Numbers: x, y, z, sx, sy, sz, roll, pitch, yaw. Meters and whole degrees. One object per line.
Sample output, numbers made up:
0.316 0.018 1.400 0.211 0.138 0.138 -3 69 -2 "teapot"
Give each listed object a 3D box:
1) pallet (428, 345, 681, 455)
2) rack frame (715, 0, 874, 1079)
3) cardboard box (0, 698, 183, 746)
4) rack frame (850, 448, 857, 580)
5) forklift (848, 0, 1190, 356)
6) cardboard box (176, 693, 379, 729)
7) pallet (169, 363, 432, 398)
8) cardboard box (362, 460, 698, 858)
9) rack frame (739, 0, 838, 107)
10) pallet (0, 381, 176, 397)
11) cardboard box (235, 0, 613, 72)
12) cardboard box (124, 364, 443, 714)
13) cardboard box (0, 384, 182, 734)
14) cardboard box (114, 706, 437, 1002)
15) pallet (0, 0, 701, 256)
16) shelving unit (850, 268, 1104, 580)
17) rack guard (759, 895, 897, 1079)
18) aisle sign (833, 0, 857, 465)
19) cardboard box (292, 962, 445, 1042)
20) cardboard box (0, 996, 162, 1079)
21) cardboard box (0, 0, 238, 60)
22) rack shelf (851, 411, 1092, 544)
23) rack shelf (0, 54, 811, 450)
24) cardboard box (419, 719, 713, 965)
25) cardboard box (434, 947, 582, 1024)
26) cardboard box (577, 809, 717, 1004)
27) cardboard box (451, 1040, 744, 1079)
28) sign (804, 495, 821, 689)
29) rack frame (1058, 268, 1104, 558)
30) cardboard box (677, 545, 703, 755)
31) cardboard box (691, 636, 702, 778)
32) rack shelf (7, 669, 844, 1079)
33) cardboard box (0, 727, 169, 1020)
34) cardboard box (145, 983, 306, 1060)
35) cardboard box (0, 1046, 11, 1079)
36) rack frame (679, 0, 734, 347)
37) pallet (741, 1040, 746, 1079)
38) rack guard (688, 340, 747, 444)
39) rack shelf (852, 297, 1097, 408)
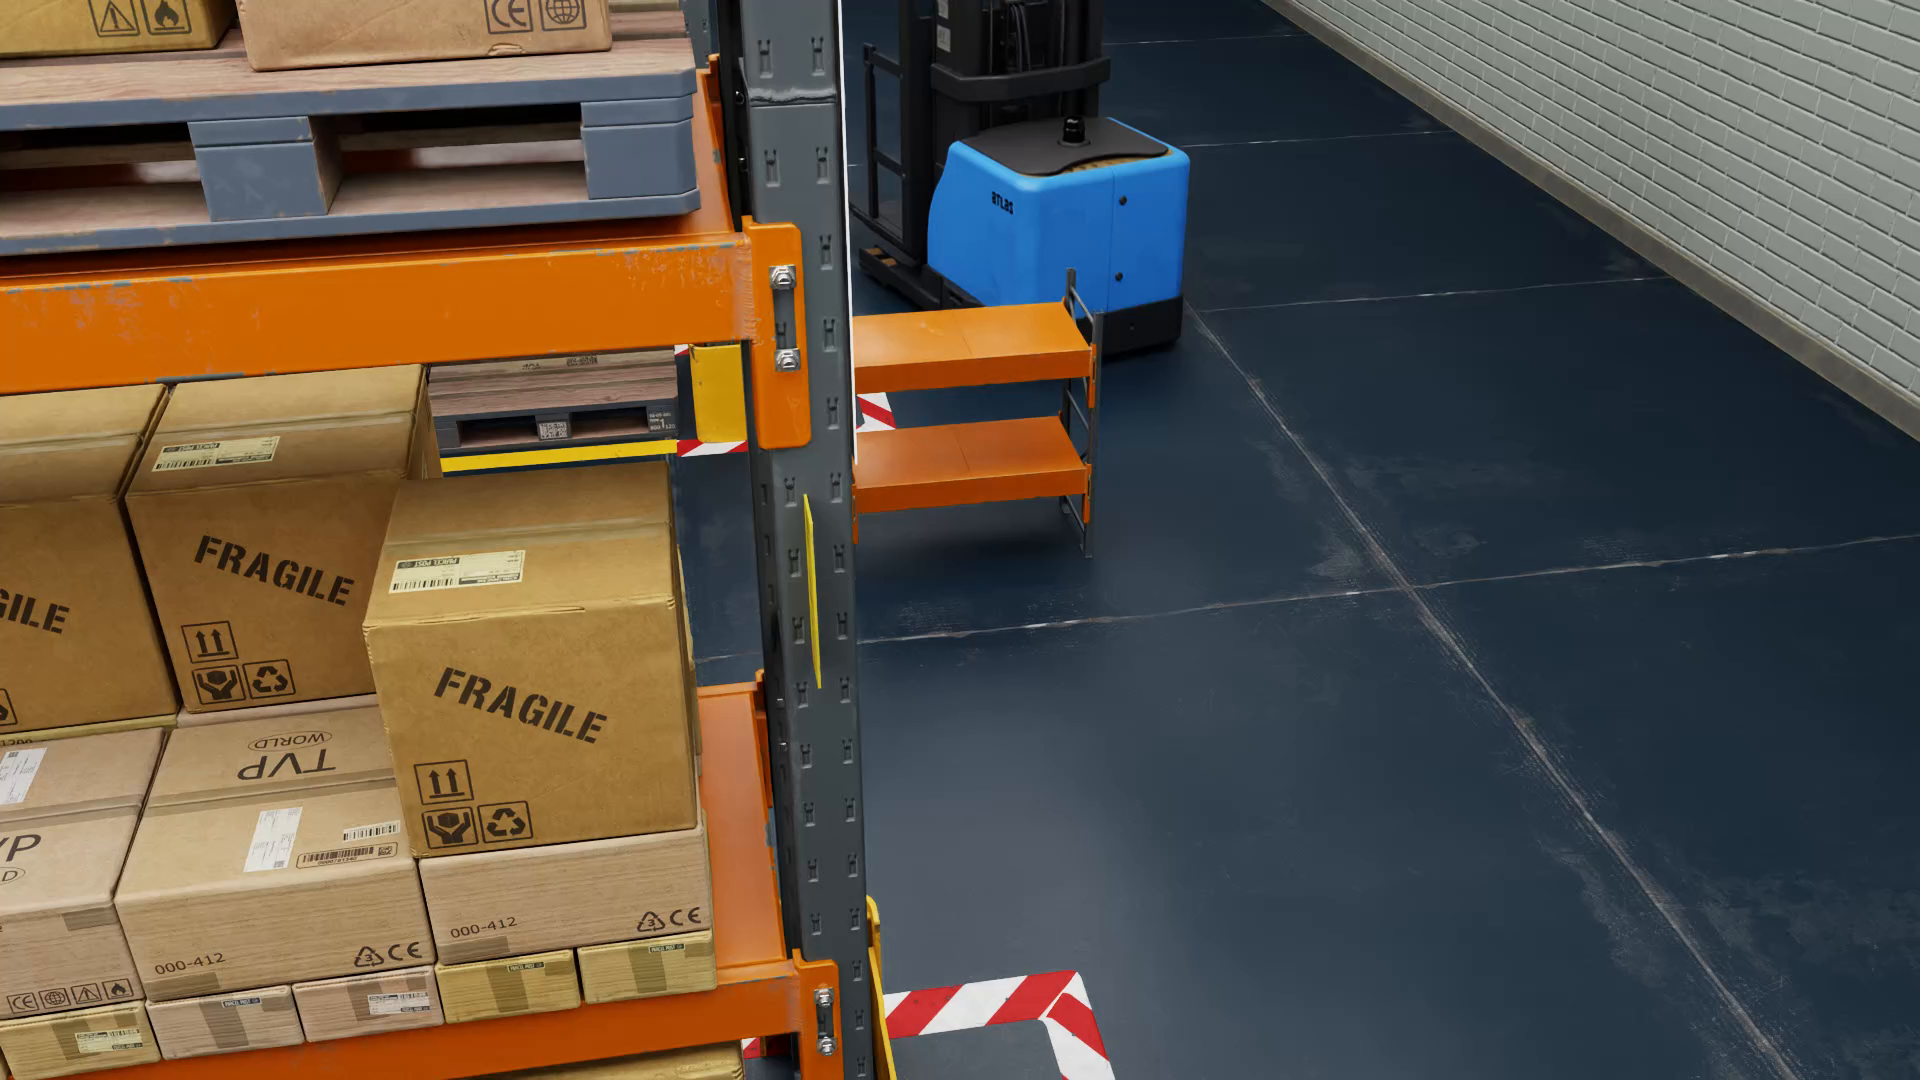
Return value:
-2.040 -0.795 8.393 1.213 0.211 1.003 -5 31 -9 "pallet"
-0.330 0.417 3.582 0.127 3.000 1.000 -5 31 -9 "rack frame"
-1.855 0.357 3.537 0.500 0.250 0.500 -6 31 -11 "cardboard box"
-0.493 -0.439 6.887 0.032 1.125 0.500 -5 31 -9 "rack frame"
0.056 -2.850 9.205 1.130 2.935 3.031 -15 34 -24 "forklift"
-1.361 0.313 3.612 0.500 0.250 0.500 -6 31 -10 "cardboard box"
-3.238 -0.685 8.207 1.213 0.211 1.003 -5 31 -9 "pallet"
-0.762 0.206 3.056 0.500 0.500 0.500 -5 31 -8 "cardboard box"
-0.330 -2.169 2.061 0.127 3.000 1.000 -5 31 -9 "rack frame"
-4.440 -0.572 8.014 1.213 0.211 1.003 -5 31 -9 "pallet"
-0.832 -1.069 2.538 0.500 0.500 0.700 -7 31 -12 "cardboard box"
-1.342 -0.015 3.431 0.500 0.500 0.500 -6 31 -10 "cardboard box"
-1.851 0.035 3.345 0.500 0.500 0.500 -6 31 -10 "cardboard box"
-1.258 0.576 3.166 0.500 0.250 0.500 -6 31 -10 "cardboard box"
-1.058 -0.765 2.720 1.213 0.211 1.003 -5 31 -9 "pallet"
0.007 -0.486 6.966 1.048 1.125 0.538 -5 31 -9 "shelving unit"
-0.306 1.492 4.219 0.348 0.500 1.175 -5 31 -9 "rack guard"
-0.205 -0.561 2.680 0.004 0.787 0.394 -5 31 -9 "aisle sign"
-1.124 0.769 3.231 0.250 0.149 0.380 -5 31 -9 "cardboard box"
-1.625 0.816 3.151 0.250 0.149 0.380 -6 31 -10 "cardboard box"
-1.407 -1.078 2.553 0.500 0.500 0.700 -6 31 -11 "cardboard box"
0.007 -0.275 7.090 1.000 0.278 0.538 -5 31 -9 "rack shelf"
-2.297 -0.383 2.693 4.000 0.370 1.077 -5 31 -9 "rack shelf"
-0.759 0.530 3.244 0.500 0.250 0.500 -6 31 -10 "cardboard box"
-0.876 0.746 3.269 0.250 0.149 0.380 -5 31 -8 "cardboard box"
-0.621 0.722 3.311 0.250 0.149 0.380 -5 31 -8 "cardboard box"
-0.945 1.250 3.847 0.875 0.875 0.875 -5 31 -9 "cardboard box"
-0.246 0.087 2.766 0.005 0.325 0.100 -5 31 -9 "sign"
0.507 -0.532 7.045 0.032 1.125 0.500 -5 31 -9 "rack frame"
-0.850 0.262 3.699 0.500 0.250 0.500 -6 31 -10 "cardboard box"
-0.738 0.393 3.870 0.250 0.149 0.380 -5 31 -8 "cardboard box"
-2.297 0.910 3.454 4.000 0.370 1.077 -5 31 -9 "rack shelf"
-1.758 0.622 3.087 0.500 0.250 0.500 -6 31 -11 "cardboard box"
-1.370 0.791 3.193 0.250 0.149 0.380 -5 31 -8 "cardboard box"
-1.880 0.840 3.110 0.250 0.149 0.380 -5 31 -9 "cardboard box"
-1.222 -2.053 7.781 0.127 3.000 1.000 -5 31 -9 "rack frame"
-1.102 1.731 4.098 1.213 0.211 1.003 -5 31 -9 "pallet"
-1.201 -0.984 8.430 0.348 0.500 1.175 -5 31 -9 "rack guard"
0.007 -0.738 6.818 1.000 0.278 0.538 -5 31 -9 "rack shelf"
